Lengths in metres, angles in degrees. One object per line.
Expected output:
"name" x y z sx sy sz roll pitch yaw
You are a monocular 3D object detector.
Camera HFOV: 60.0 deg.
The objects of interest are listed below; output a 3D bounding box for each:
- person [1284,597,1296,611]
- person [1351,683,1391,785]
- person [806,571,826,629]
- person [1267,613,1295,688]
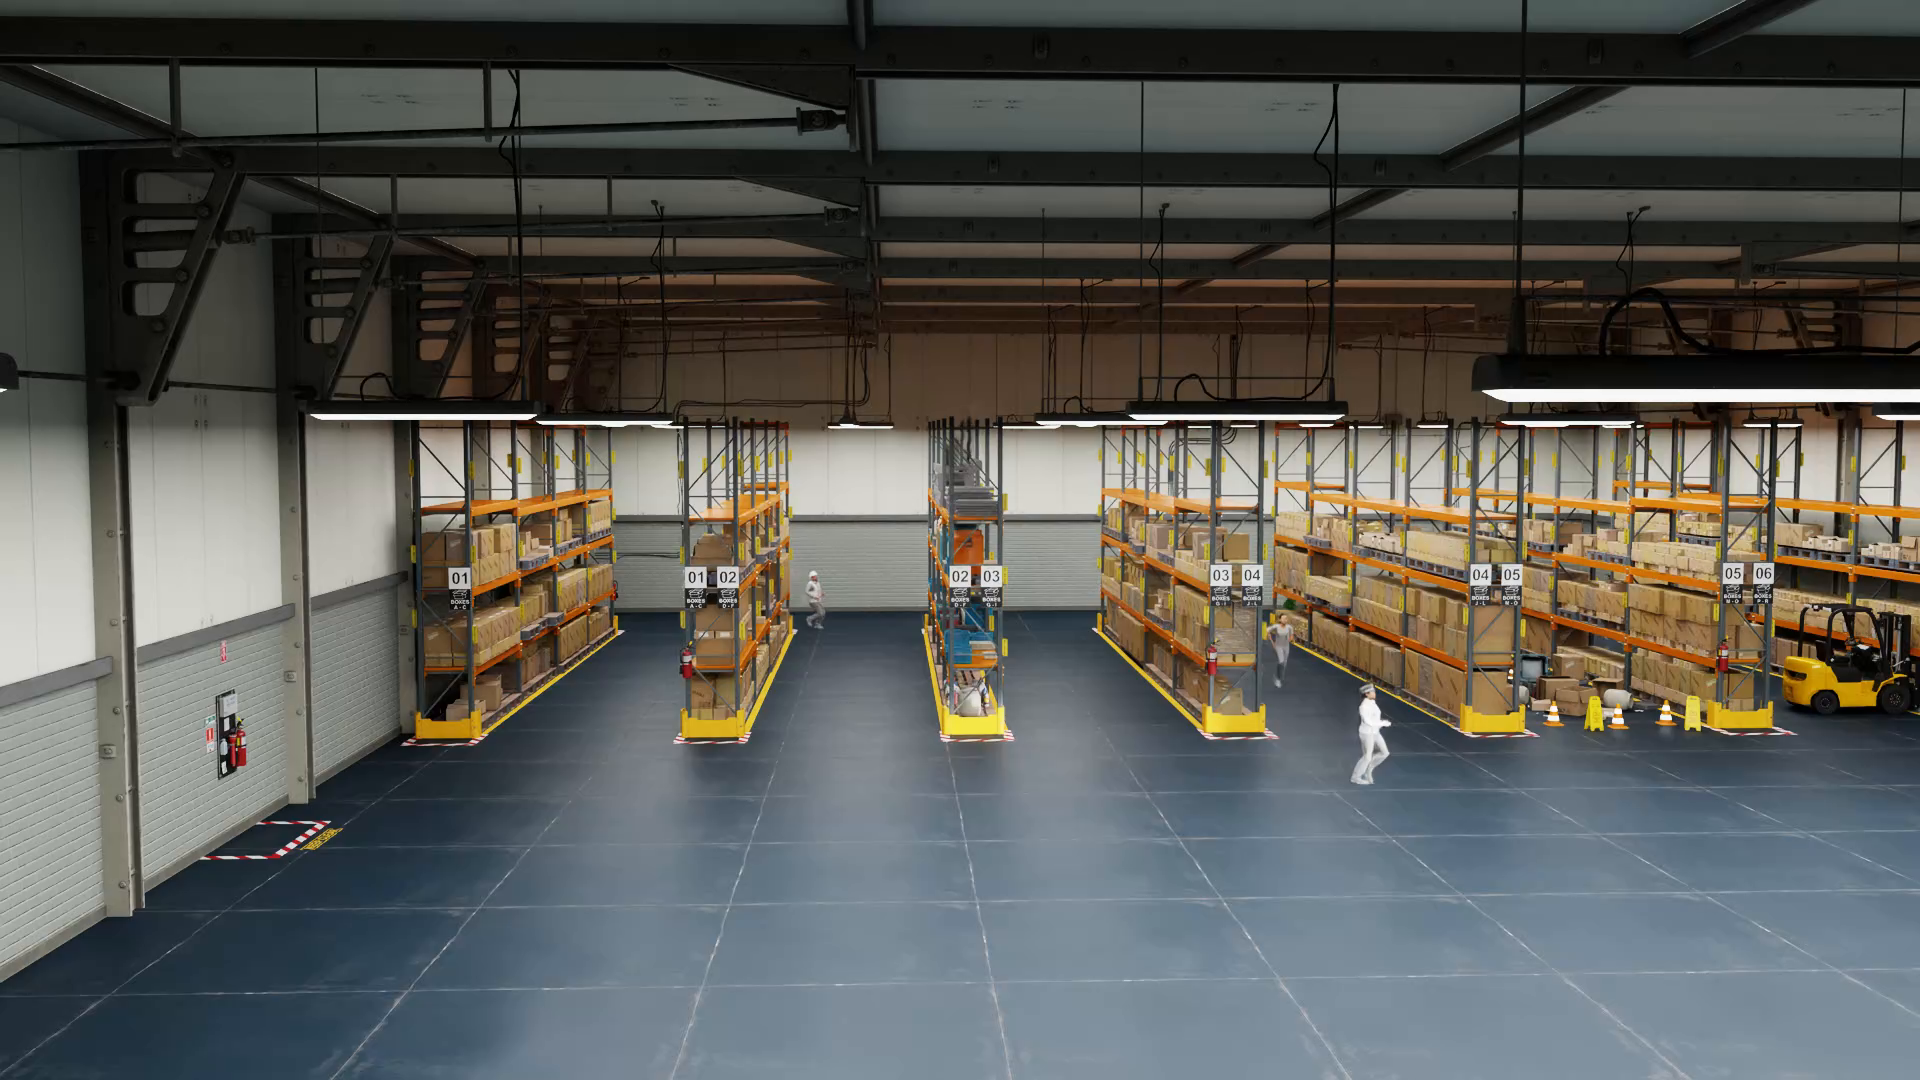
"person" 9.759 1.668 48.875 0.787 1.764 0.721 2 4 27
"person" 6.636 3.124 26.808 0.632 1.661 0.587 2 4 30
"person" -4.197 1.743 48.140 0.559 1.697 0.666 1 4 16
"person" 7.209 2.465 37.262 0.551 1.671 0.736 -1 4 -11
